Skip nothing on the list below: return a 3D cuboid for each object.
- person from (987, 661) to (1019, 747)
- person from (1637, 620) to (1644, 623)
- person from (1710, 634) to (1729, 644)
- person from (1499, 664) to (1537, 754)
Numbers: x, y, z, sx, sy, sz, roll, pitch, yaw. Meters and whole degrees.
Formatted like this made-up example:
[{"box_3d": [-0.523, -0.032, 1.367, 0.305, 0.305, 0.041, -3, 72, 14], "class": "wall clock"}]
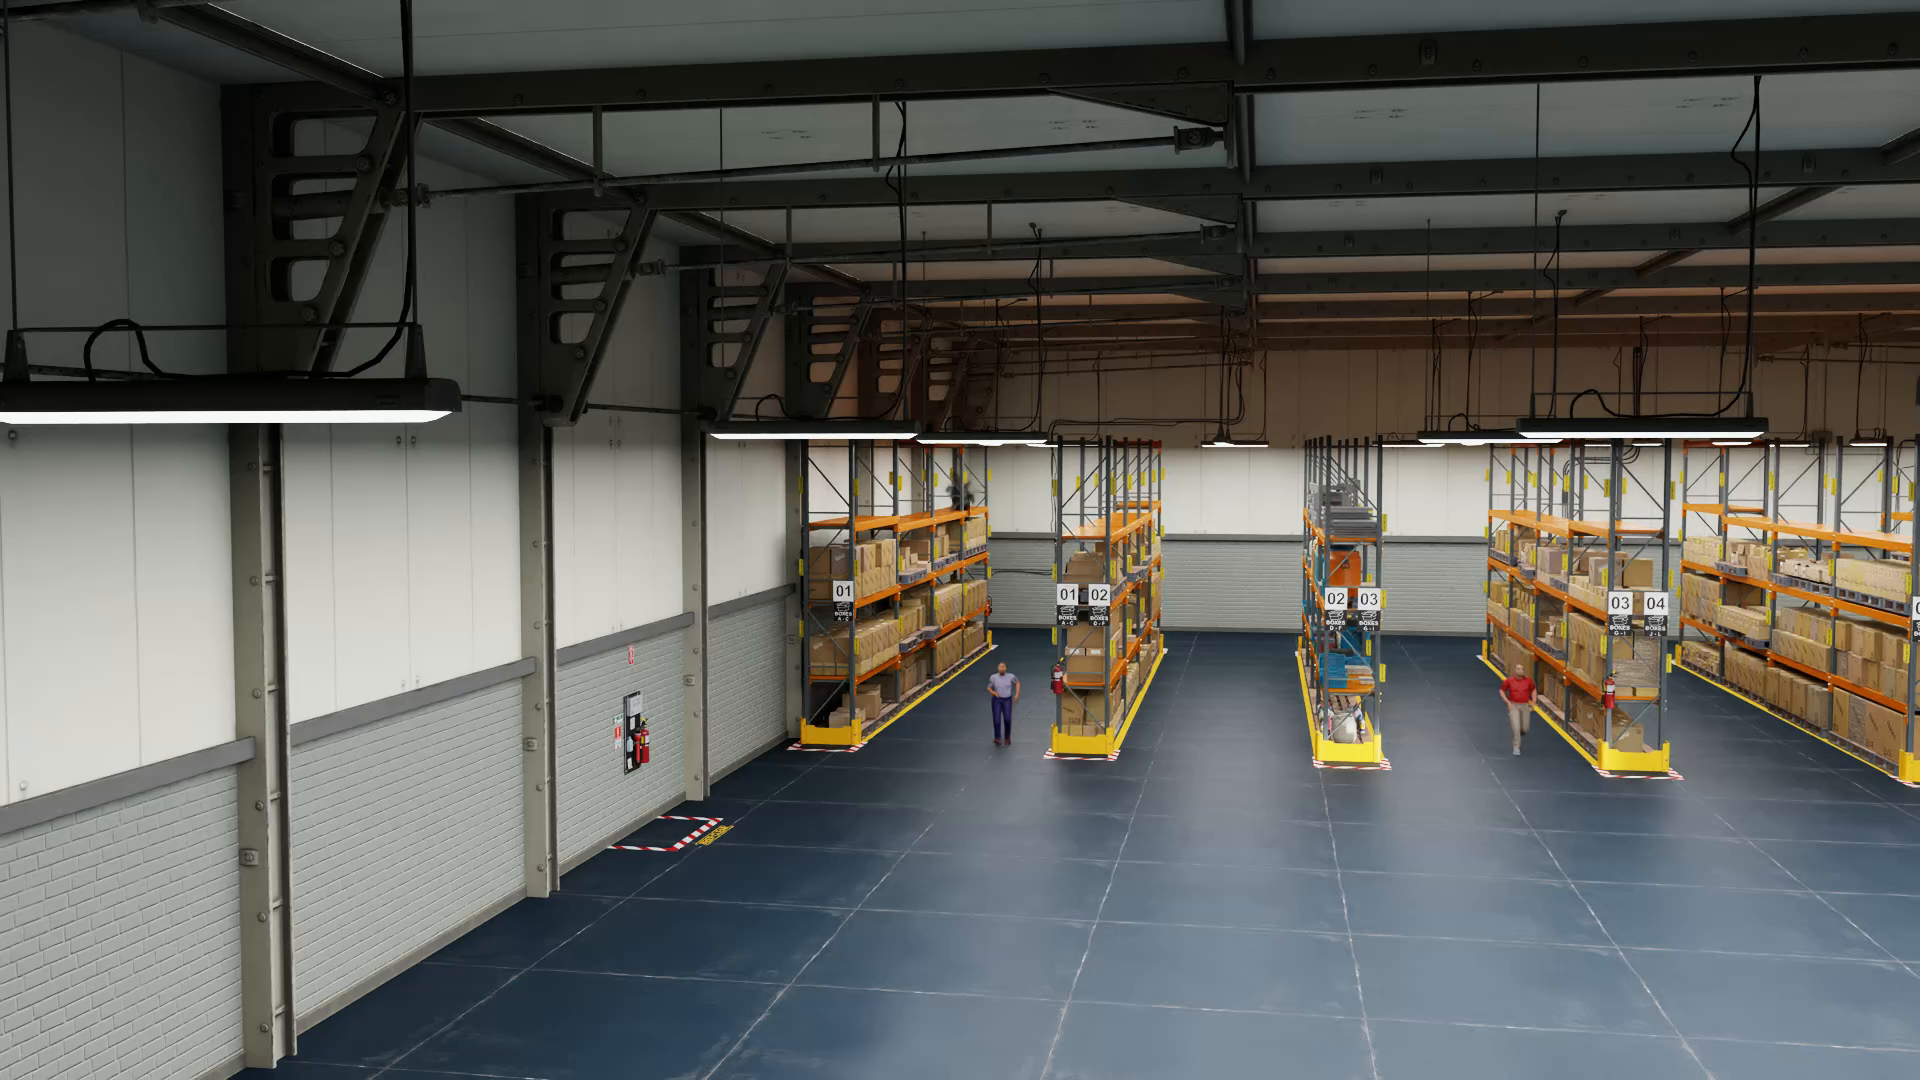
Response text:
[{"box_3d": [0.834, 3.182, 32.152, 0.635, 1.681, 0.674, 0, 3, 1], "class": "person"}, {"box_3d": [17.656, 2.511, 43.056, 0.724, 1.783, 0.863, 1, 3, 14], "class": "person"}, {"box_3d": [20.790, 2.395, 45.493, 0.734, 1.728, 0.535, -3, 4, -41], "class": "person"}, {"box_3d": [10.580, 3.181, 31.537, 0.690, 1.690, 0.662, 0, 3, 4], "class": "person"}]
